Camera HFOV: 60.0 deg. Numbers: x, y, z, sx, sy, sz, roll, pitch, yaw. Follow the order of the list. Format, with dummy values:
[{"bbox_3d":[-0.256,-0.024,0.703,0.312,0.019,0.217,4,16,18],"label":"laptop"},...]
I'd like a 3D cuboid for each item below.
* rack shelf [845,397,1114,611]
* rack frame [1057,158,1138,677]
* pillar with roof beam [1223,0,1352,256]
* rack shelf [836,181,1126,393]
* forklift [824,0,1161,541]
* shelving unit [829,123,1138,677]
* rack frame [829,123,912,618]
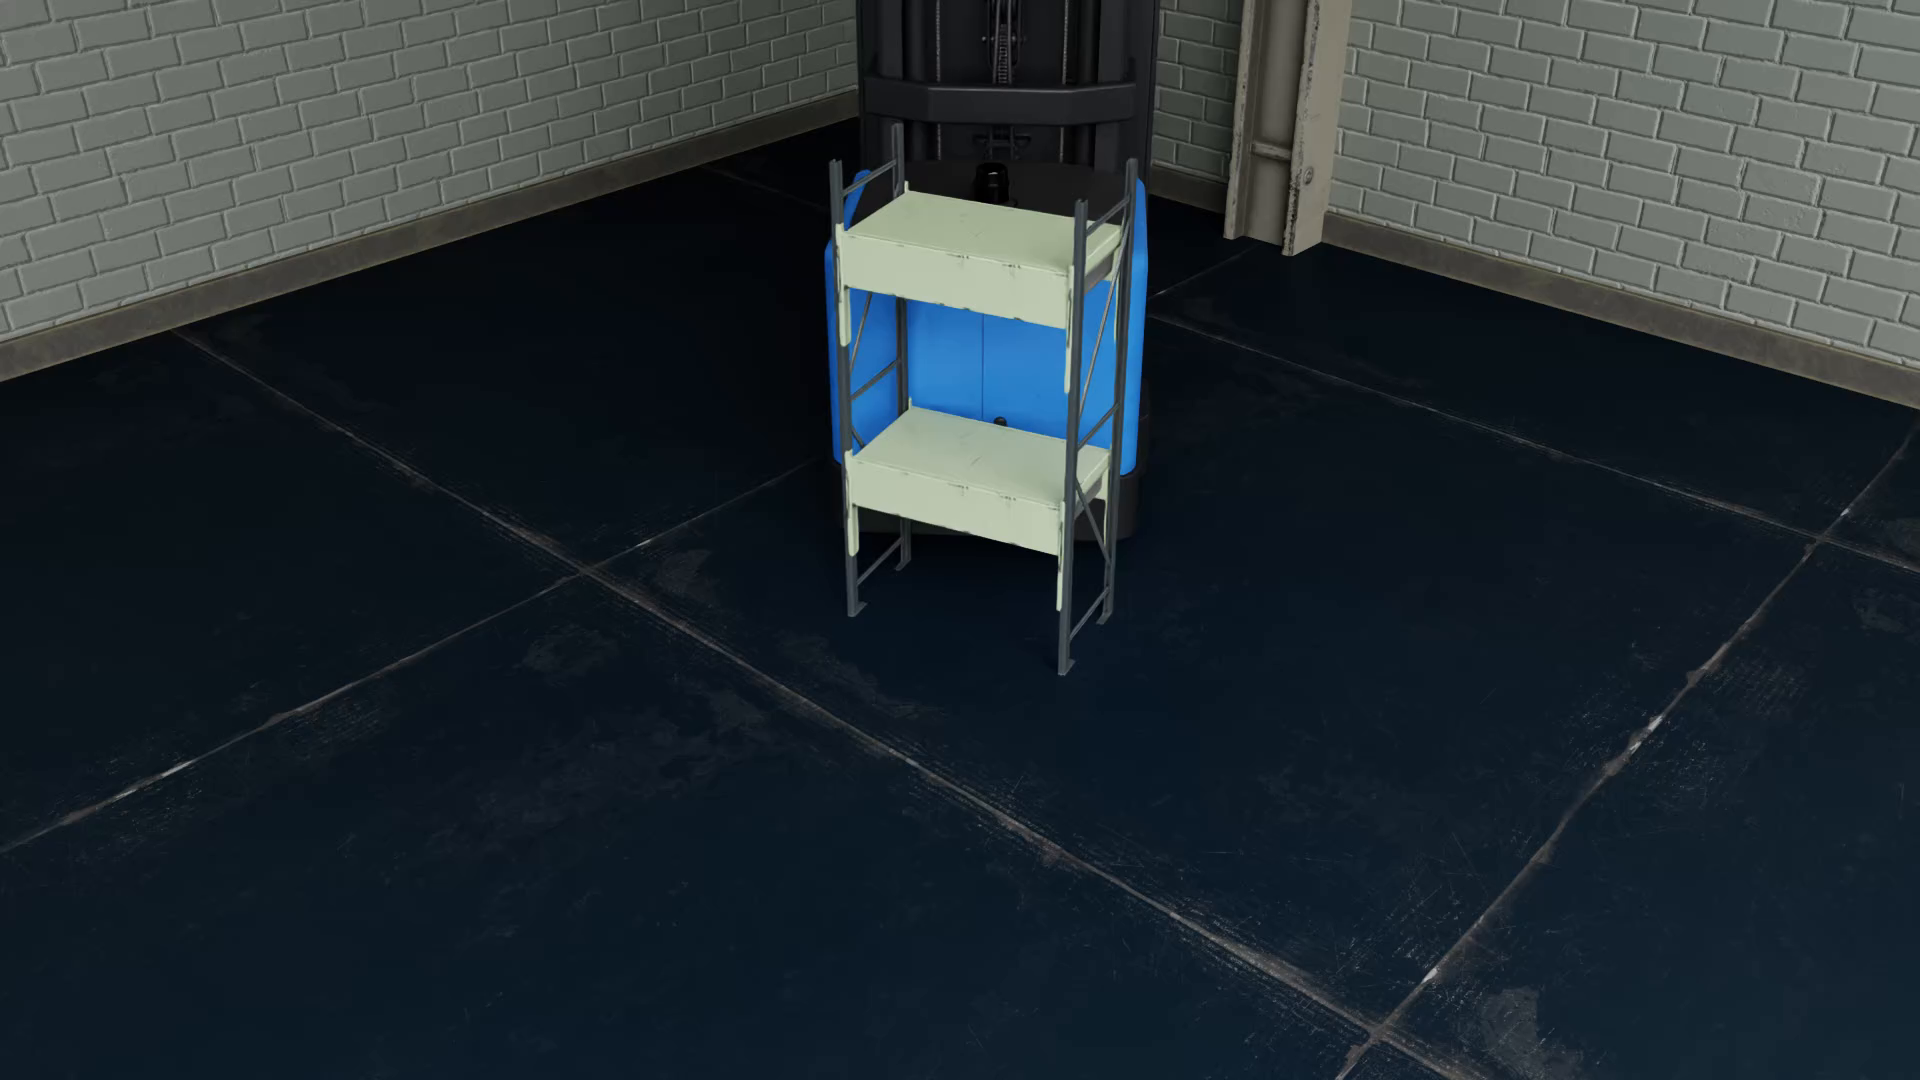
[{"bbox_3d":[0.066,-0.123,5.133,0.720,0.370,0.431,14,34,22],"label":"rack shelf"},{"bbox_3d":[0.395,-0.320,4.827,0.023,1.500,0.400,14,34,22],"label":"rack frame"},{"bbox_3d":[-1.338,-3.703,3.176,0.400,9.000,9.100,25,39,35],"label":"pillar with roof beam"},{"bbox_3d":[0.066,-0.737,4.764,0.720,0.370,0.431,14,34,22],"label":"rack shelf"},{"bbox_3d":[0.190,-1.983,6.203,1.130,2.935,3.031,2,31,4],"label":"forklift"},{"bbox_3d":[0.066,-0.403,4.965,0.755,1.500,0.431,14,34,22],"label":"shelving unit"},{"bbox_3d":[-0.263,-0.486,5.103,0.023,1.500,0.400,14,34,22],"label":"rack frame"}]
